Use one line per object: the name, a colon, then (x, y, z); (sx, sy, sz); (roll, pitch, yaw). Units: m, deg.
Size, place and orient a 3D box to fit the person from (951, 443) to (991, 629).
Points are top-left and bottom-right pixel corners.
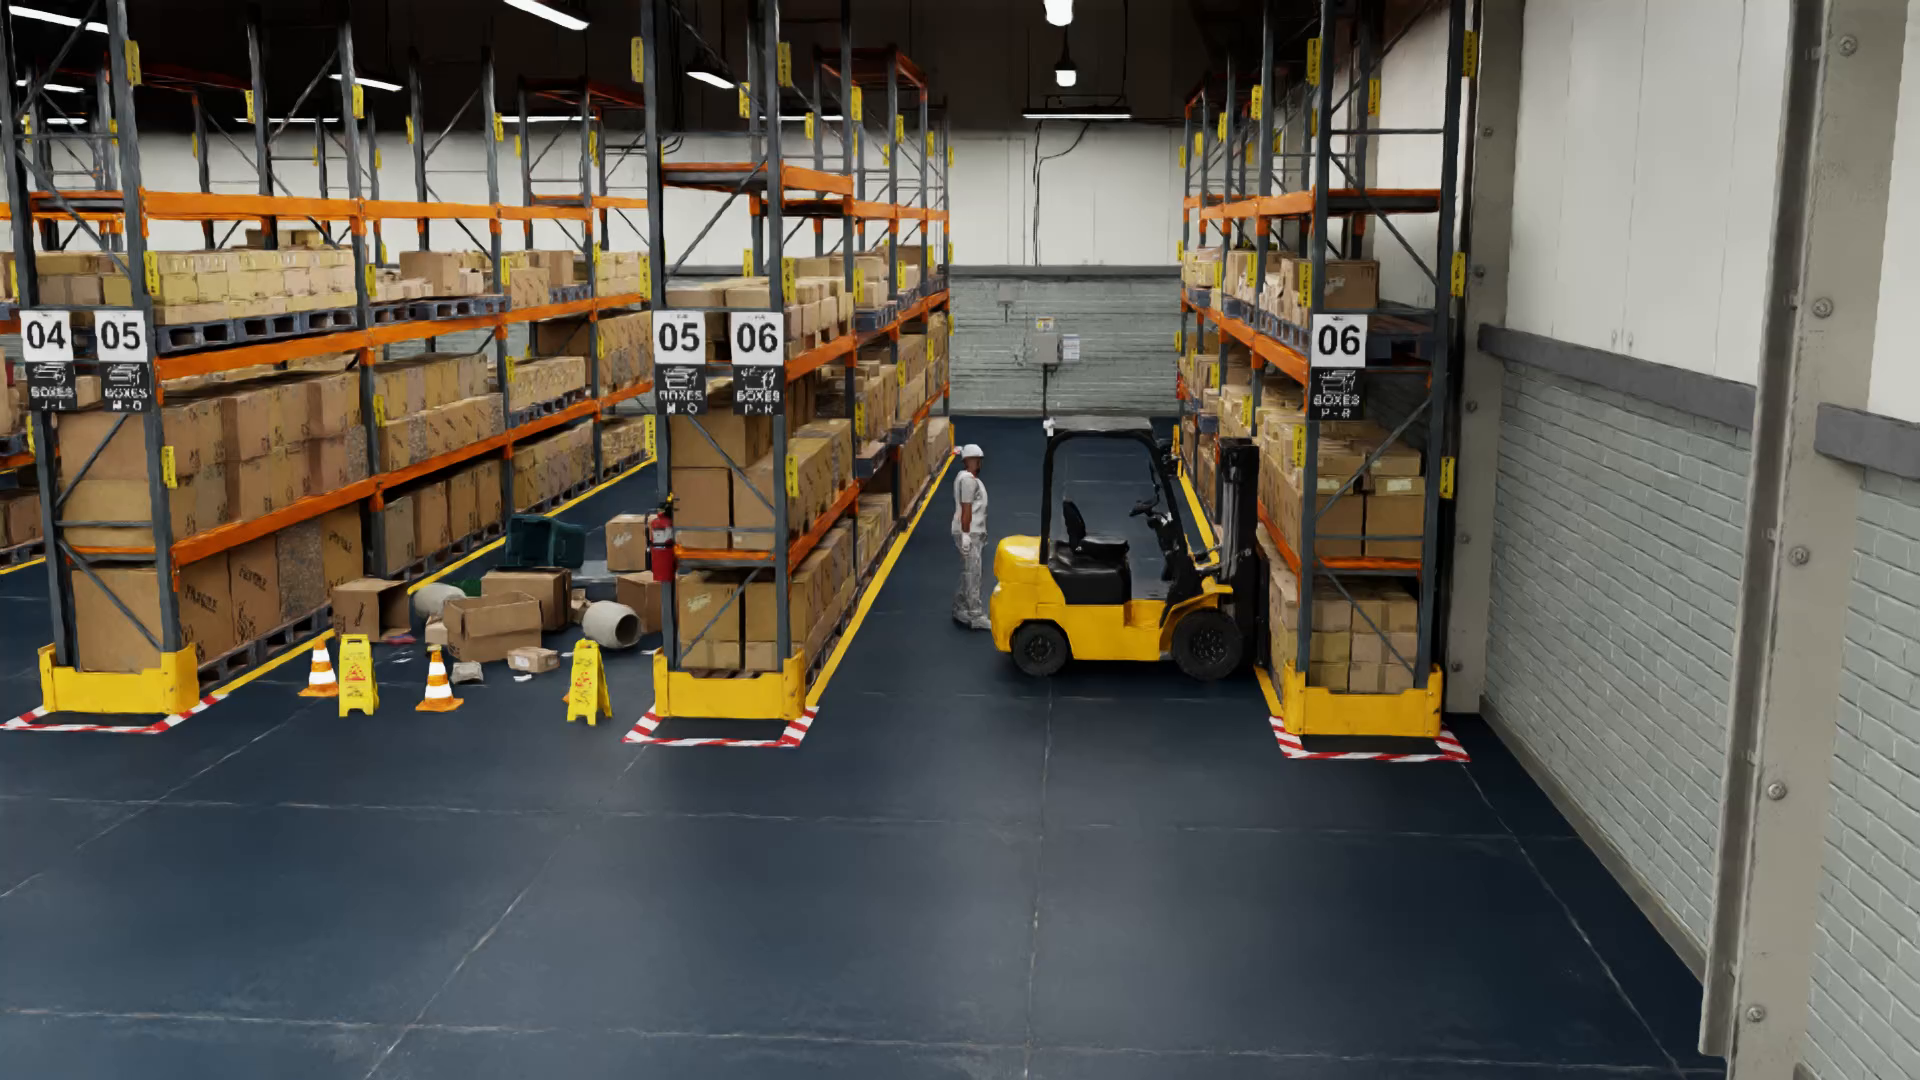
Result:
person: (0.165, -0.043, 16.179); (0.564, 1.771, 0.687); (1, 11, 8)
